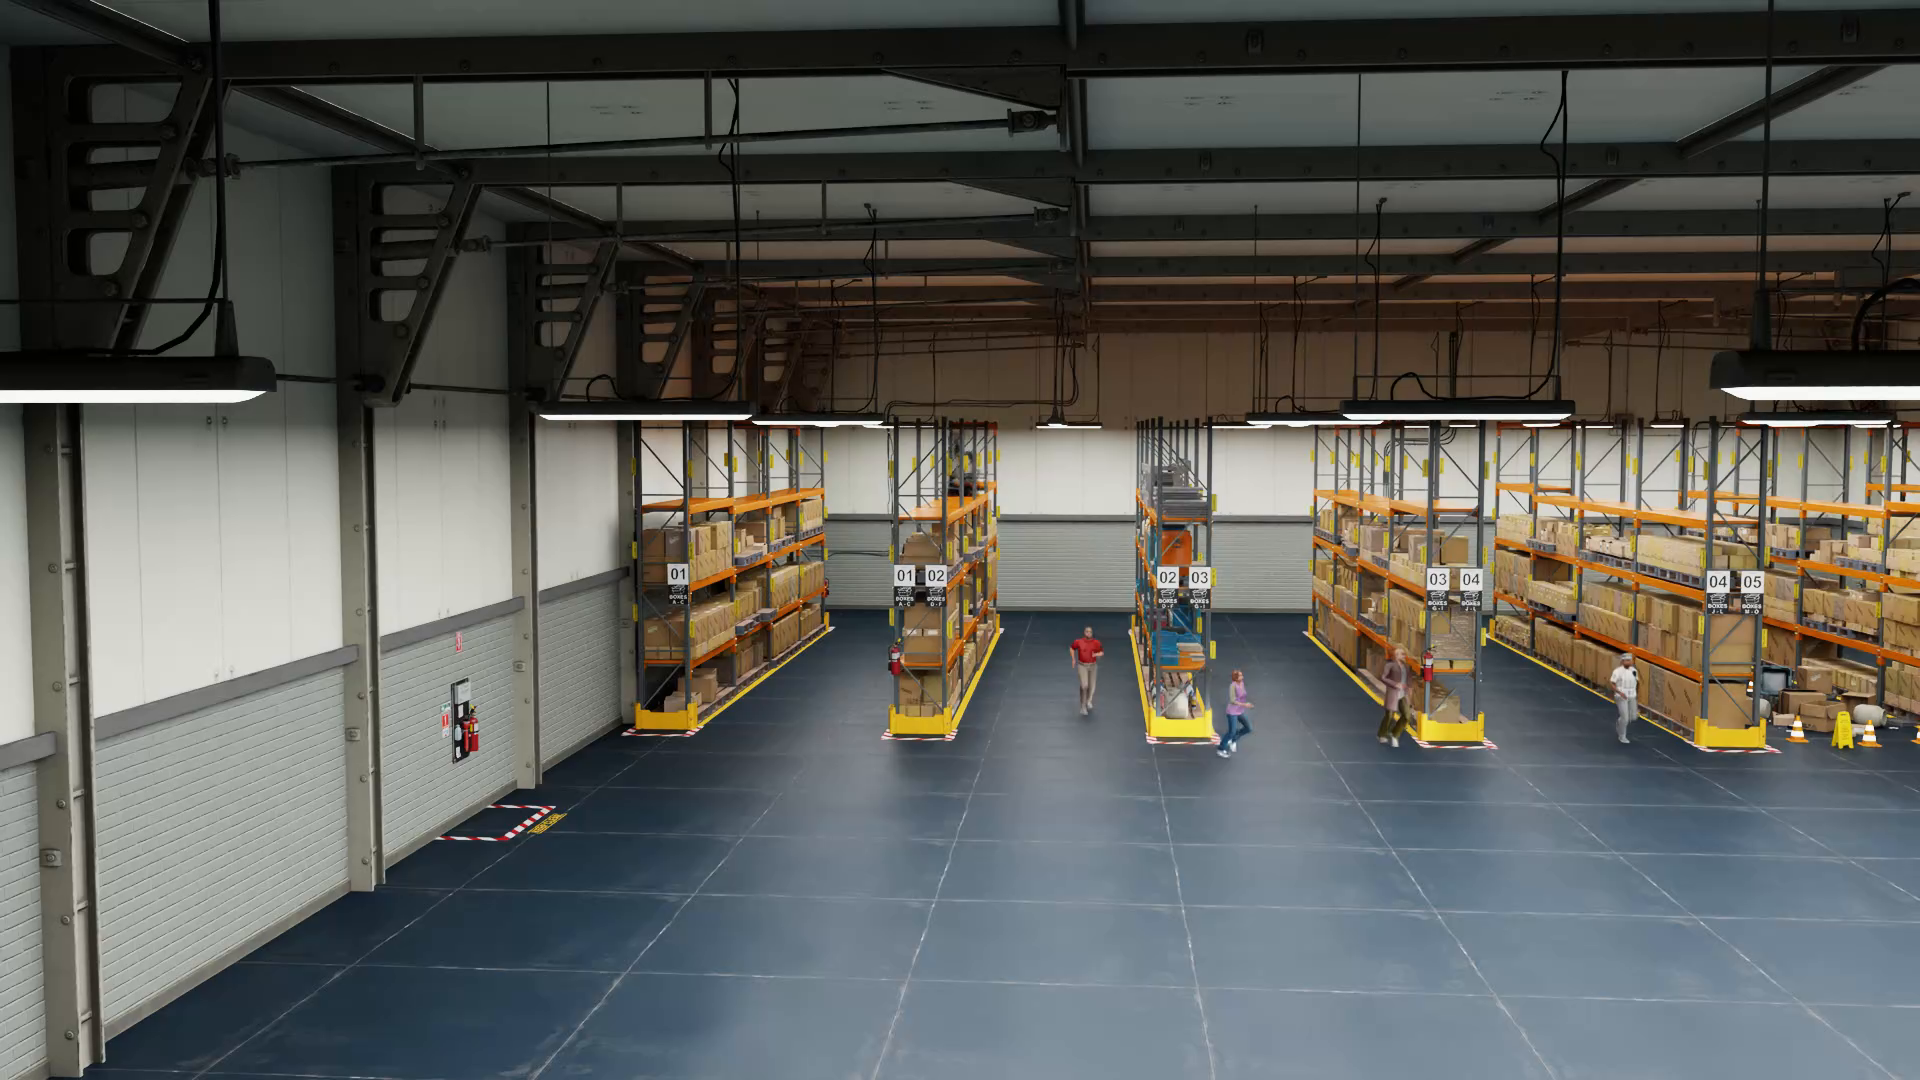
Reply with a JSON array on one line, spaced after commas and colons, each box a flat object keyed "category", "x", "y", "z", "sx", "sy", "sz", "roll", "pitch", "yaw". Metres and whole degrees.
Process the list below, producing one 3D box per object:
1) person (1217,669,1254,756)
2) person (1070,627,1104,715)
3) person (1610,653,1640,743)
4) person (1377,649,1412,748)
[{"category": "person", "x": 4.865, "y": 3.033, "z": 29.151, "sx": 0.720, "sy": 1.554, "sz": 0.562, "roll": 3, "pitch": 5, "yaw": 41}, {"category": "person", "x": 2.598, "y": 2.662, "z": 33.860, "sx": 0.634, "sy": 1.803, "sz": 0.789, "roll": -1, "pitch": 4, "yaw": -9}, {"category": "person", "x": 12.296, "y": 2.894, "z": 30.726, "sx": 0.616, "sy": 1.661, "sz": 0.558, "roll": -1, "pitch": 4, "yaw": -10}, {"category": "person", "x": 7.967, "y": 2.867, "z": 30.272, "sx": 0.744, "sy": 1.783, "sz": 0.731, "roll": -1, "pitch": 4, "yaw": -20}]
